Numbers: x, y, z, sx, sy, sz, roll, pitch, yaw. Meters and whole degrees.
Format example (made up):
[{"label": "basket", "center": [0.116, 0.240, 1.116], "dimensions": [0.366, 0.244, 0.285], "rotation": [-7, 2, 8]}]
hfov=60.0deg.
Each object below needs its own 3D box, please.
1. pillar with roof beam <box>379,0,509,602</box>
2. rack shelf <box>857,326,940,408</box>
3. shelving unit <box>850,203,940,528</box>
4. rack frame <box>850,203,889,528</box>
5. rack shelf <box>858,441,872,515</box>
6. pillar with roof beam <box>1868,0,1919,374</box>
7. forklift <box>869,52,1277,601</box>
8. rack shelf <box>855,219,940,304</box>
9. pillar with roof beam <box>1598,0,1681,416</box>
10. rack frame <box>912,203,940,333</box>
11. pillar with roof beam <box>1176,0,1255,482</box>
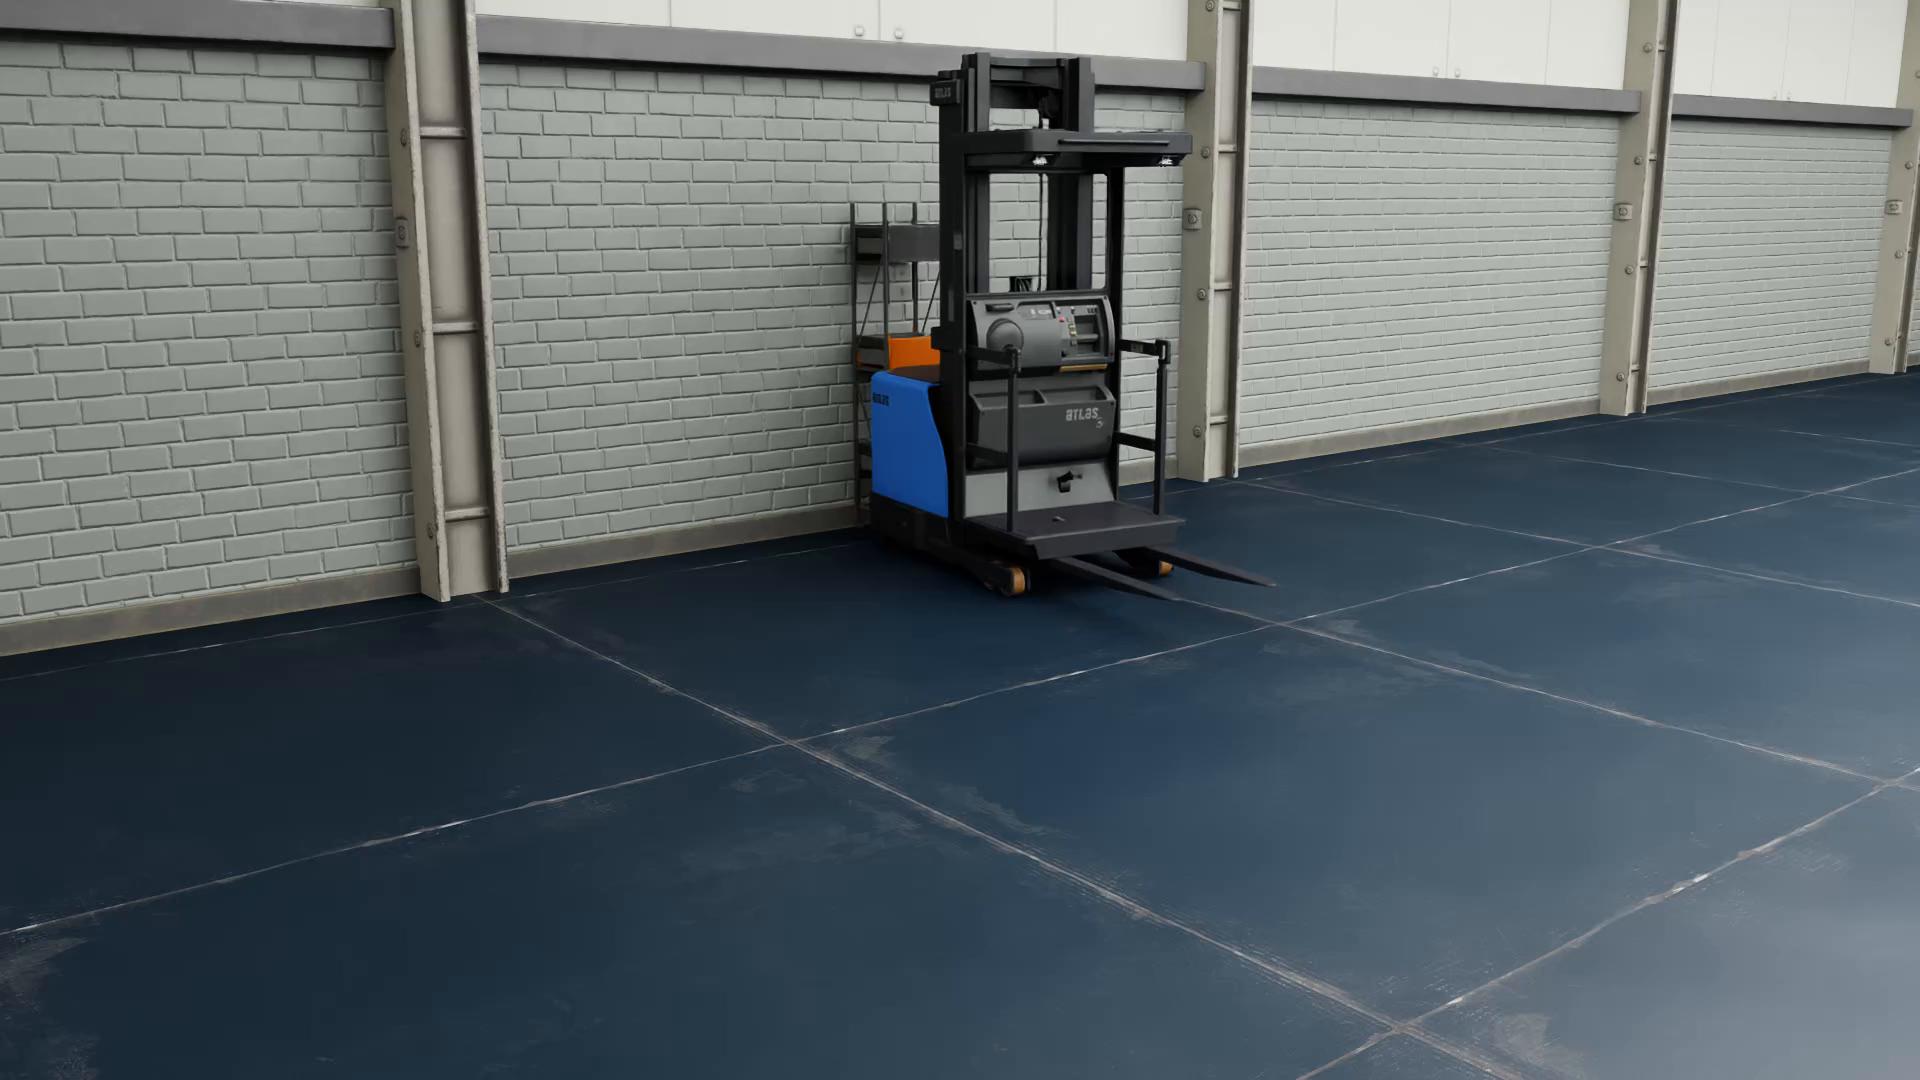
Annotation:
[{"label": "pillar with roof beam", "center": [-0.076, -3.417, 5.057], "dimensions": [0.400, 9.000, 9.100], "rotation": [-9, 15, -38]}, {"label": "rack shelf", "center": [-0.378, -1.105, 10.805], "dimensions": [0.480, 0.518, 0.431], "rotation": [-9, 14, -36]}, {"label": "shelving unit", "center": [-0.378, -1.118, 10.803], "dimensions": [0.503, 2.100, 0.431], "rotation": [-9, 14, -36]}, {"label": "rack frame", "center": [-0.573, -1.089, 10.659], "dimensions": [0.015, 2.100, 0.400], "rotation": [-9, 14, -36]}, {"label": "rack shelf", "center": [-0.376, -0.419, 10.944], "dimensions": [0.480, 0.518, 0.431], "rotation": [-9, 14, -36]}, {"label": "pillar with roof beam", "center": [13.979, -5.753, 16.057], "dimensions": [0.400, 9.000, 9.100], "rotation": [-9, 15, -38]}, {"label": "forklift", "center": [0.586, -1.229, 9.360], "dimensions": [1.130, 2.935, 3.031], "rotation": [-7, 14, -29]}, {"label": "rack shelf", "center": [-0.380, -1.791, 10.667], "dimensions": [0.480, 0.518, 0.431], "rotation": [-9, 14, -36]}, {"label": "pillar with roof beam", "center": [9.294, -4.974, 12.390], "dimensions": [0.400, 9.000, 9.100], "rotation": [-9, 15, -38]}, {"label": "rack frame", "center": [-0.183, -1.148, 10.946], "dimensions": [0.015, 2.100, 0.400], "rotation": [-9, 14, -36]}, {"label": "pillar with roof beam", "center": [4.609, -4.196, 8.724], "dimensions": [0.400, 9.000, 9.100], "rotation": [-9, 15, -38]}]
